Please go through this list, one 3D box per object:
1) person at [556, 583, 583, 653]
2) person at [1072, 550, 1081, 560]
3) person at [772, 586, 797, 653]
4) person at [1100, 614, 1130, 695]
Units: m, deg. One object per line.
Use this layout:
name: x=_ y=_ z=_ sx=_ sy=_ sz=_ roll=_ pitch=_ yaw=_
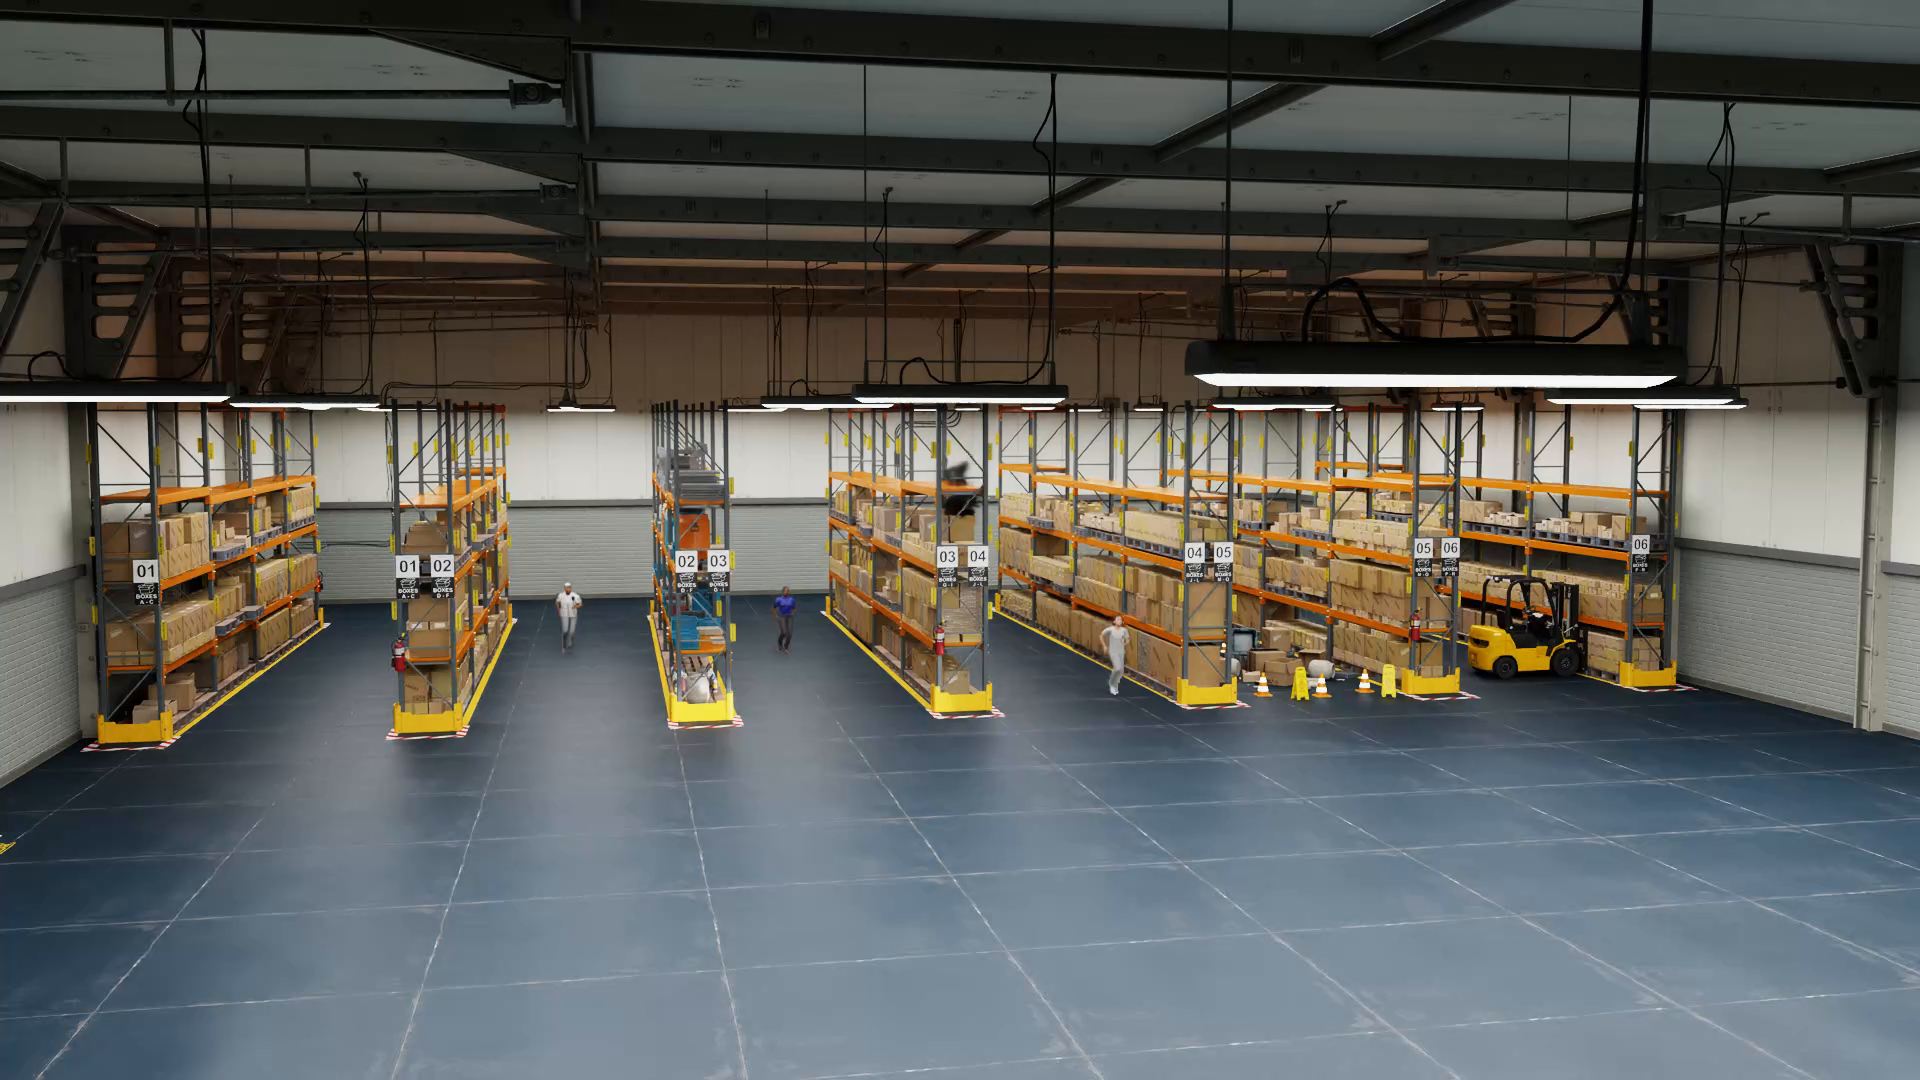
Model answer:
person: x=-9.422 y=1.889 z=40.144 sx=0.617 sy=1.727 sz=0.673 roll=-1 pitch=4 yaw=-13
person: x=3.364 y=1.179 z=48.726 sx=0.719 sy=1.804 sz=0.869 roll=-1 pitch=4 yaw=-15
person: x=-4.155 y=1.925 z=39.721 sx=0.574 sy=1.596 sz=0.562 roll=-2 pitch=5 yaw=-22
person: x=3.200 y=2.328 z=33.893 sx=0.552 sy=1.639 sz=0.613 roll=-2 pitch=5 yaw=-21
